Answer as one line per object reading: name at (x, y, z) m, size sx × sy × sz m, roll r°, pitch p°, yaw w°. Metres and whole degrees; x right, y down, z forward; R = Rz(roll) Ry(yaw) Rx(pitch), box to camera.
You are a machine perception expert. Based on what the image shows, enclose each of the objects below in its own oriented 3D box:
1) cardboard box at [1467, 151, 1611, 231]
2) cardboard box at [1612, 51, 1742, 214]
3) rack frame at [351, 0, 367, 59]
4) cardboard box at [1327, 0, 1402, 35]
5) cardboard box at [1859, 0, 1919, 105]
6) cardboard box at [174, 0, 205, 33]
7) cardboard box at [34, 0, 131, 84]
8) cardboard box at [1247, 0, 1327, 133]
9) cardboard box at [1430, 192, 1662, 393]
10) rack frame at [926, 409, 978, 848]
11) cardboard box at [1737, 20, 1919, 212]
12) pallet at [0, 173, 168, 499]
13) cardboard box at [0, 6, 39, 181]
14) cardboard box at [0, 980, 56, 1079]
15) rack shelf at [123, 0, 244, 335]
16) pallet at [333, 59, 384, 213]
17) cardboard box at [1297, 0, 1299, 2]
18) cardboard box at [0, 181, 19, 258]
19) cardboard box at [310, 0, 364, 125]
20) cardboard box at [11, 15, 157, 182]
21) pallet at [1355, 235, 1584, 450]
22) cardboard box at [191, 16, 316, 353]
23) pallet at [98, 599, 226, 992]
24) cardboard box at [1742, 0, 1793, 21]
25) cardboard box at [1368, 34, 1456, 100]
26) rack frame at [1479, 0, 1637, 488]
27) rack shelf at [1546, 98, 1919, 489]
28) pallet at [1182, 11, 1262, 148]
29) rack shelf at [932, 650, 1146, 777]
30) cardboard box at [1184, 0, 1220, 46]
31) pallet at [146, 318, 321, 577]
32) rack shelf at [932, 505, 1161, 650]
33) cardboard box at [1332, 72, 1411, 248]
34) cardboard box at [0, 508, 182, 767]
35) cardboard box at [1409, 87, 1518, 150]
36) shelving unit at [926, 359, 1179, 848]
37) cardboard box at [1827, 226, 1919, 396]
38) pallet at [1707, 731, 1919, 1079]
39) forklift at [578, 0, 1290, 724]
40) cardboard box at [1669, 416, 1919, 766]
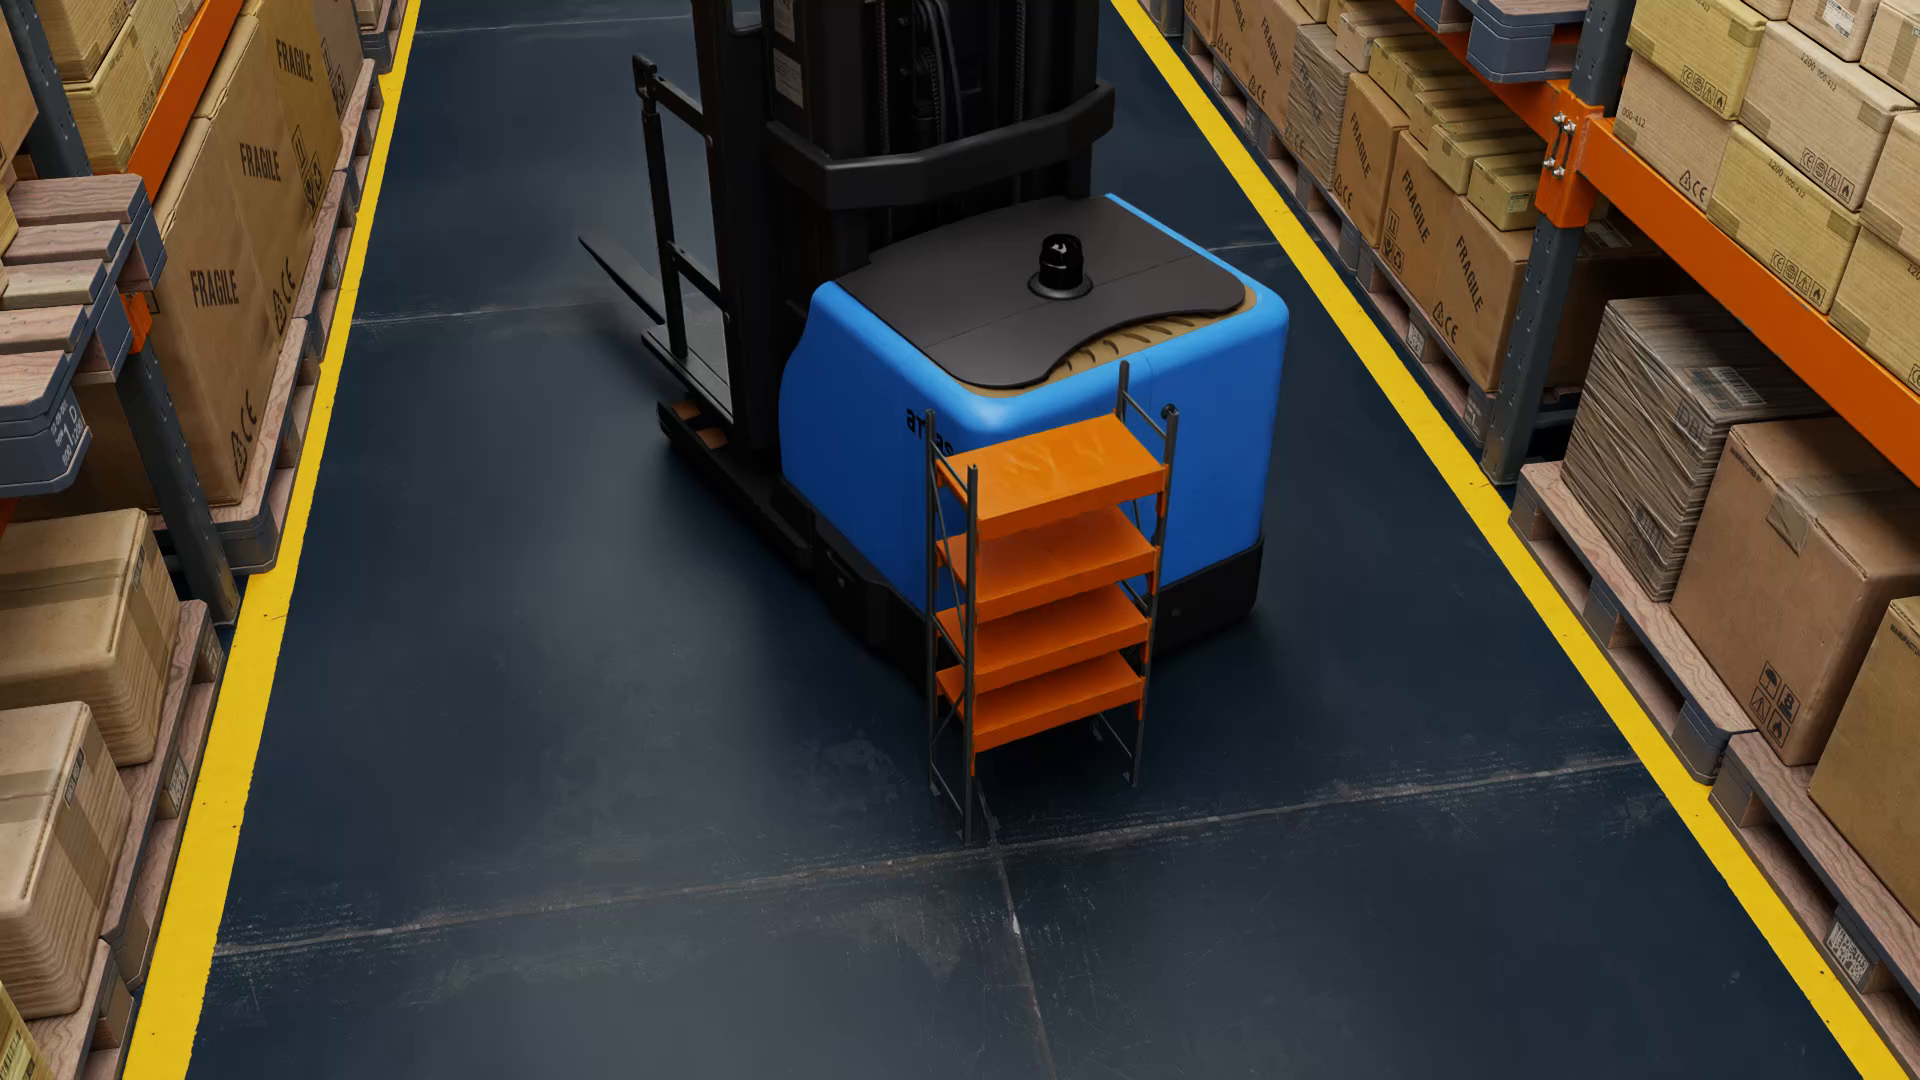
cardboard box at (1.903, -1.152, 5.454) m, size 0.380 × 0.149 × 0.250 m, roll -8°, pitch 39°, yaw -10°
cardboard box at (2.076, -1.092, 4.333) m, size 0.500 × 0.250 × 0.500 m, roll -6°, pitch 38°, yaw -8°
rack frame at (-3.348, -3.326, 7.086) m, size 1.000 × 3.000 × 0.127 m, roll -6°, pitch 38°, yaw -8°
cardboard box at (1.705, -2.110, 6.687) m, size 0.380 × 0.149 × 0.250 m, roll -6°, pitch 38°, yaw -8°
cardboard box at (2.182, -1.047, 3.543) m, size 0.380 × 0.149 × 0.250 m, roll -6°, pitch 38°, yaw -7°
cardboard box at (-2.679, -1.799, 5.243) m, size 0.500 × 0.250 × 0.500 m, roll -5°, pitch 38°, yaw -6°
cardboard box at (-2.493, -1.381, 4.297) m, size 0.500 × 0.250 × 0.500 m, roll -6°, pitch 38°, yaw -8°
cardboard box at (1.587, -2.102, 7.206) m, size 0.500 × 0.500 × 0.500 m, roll -7°, pitch 38°, yaw -9°
cardboard box at (1.953, -0.857, 5.603) m, size 0.500 × 0.500 × 0.500 m, roll -5°, pitch 38°, yaw -7°
rack frame at (-0.025, 0.248, 3.948) m, size 0.015 × 1.200 × 0.240 m, roll -16°, pitch 42°, yaw -19°
cardboard box at (2.163, -0.987, 3.791) m, size 0.500 × 0.250 × 0.500 m, roll -5°, pitch 38°, yaw -7°
pallet at (-2.417, -0.415, 3.496) m, size 1.213 × 0.211 × 1.003 m, roll -6°, pitch 38°, yaw -8°
cardboard box at (-2.294, -0.988, 3.410) m, size 0.500 × 0.500 × 0.500 m, roll -7°, pitch 38°, yaw -9°
cardboard box at (-2.293, 1.208, 3.050) m, size 0.950 × 0.372 × 0.625 m, roll -5°, pitch 38°, yaw -6°
rack shelf at (-2.998, -1.834, 5.752) m, size 1.077 × 0.370 × 4.000 m, roll -6°, pitch 38°, yaw -8°
pallet at (-3.139, -1.767, 7.352) m, size 1.003 × 0.211 × 1.213 m, roll -6°, pitch 38°, yaw -8°
cardboard box at (1.588, -2.420, 7.086) m, size 0.380 × 0.149 × 0.250 m, roll -6°, pitch 38°, yaw -8°
cardboard box at (-2.240, -0.650, 3.504) m, size 0.380 × 0.149 × 0.250 m, roll -6°, pitch 38°, yaw -7°
cardboard box at (-3.161, -2.287, 7.138) m, size 0.875 × 0.875 × 0.875 m, roll -5°, pitch 38°, yaw -7°
cardboard box at (-2.485, -1.173, 4.437) m, size 0.500 × 0.250 × 0.500 m, roll -7°, pitch 38°, yaw -9°
pallet at (2.146, -0.800, 6.107) m, size 1.003 × 0.211 × 1.213 m, roll -6°, pitch 38°, yaw -8°
cardboard box at (-2.839, -1.202, 5.742) m, size 0.875 × 0.875 × 0.875 m, roll -6°, pitch 38°, yaw -7°
pallet at (-2.511, 0.664, 4.224) m, size 1.003 × 0.211 × 1.213 m, roll -6°, pitch 38°, yaw -8°
cardboard box at (2.053, -1.356, 3.941) m, size 0.380 × 0.149 × 0.250 m, roll -5°, pitch 38°, yaw -7°
cardboard box at (1.776, -1.792, 6.278) m, size 0.380 × 0.149 × 0.250 m, roll -7°, pitch 38°, yaw -9°
rack frame at (2.239, -1.446, 4.666) m, size 1.000 × 3.000 × 0.127 m, roll -6°, pitch 38°, yaw -8°
rack shelf at (2.590, 0.046, 3.332) m, size 1.077 × 0.370 × 4.000 m, roll -6°, pitch 38°, yaw -8°
pallet at (1.718, -2.273, 8.004) m, size 1.003 × 0.211 × 1.213 m, roll -6°, pitch 38°, yaw -8°
rack shelf at (0.194, 0.391, 4.197) m, size 0.480 × 0.148 × 0.258 m, roll -16°, pitch 42°, yaw -19°
cardboard box at (1.401, -2.724, 8.007) m, size 0.500 × 0.500 × 0.500 m, roll -5°, pitch 38°, yaw -6°
pallet at (-2.711, -0.293, 5.455) m, size 1.003 × 0.211 × 1.213 m, roll -6°, pitch 38°, yaw -8°
rack shelf at (0.198, 0.063, 3.930) m, size 0.480 × 0.148 × 0.258 m, roll -16°, pitch 42°, yaw -19°
cardboard box at (1.782, -1.476, 6.400) m, size 0.500 × 0.500 × 0.500 m, roll -5°, pitch 38°, yaw -6°
cardboard box at (-2.558, 0.304, 4.213) m, size 0.950 × 0.372 × 0.625 m, roll -9°, pitch 39°, yaw -11°
cardboard box at (1.822, -1.477, 5.873) m, size 0.380 × 0.149 × 0.250 m, roll -7°, pitch 38°, yaw -9°
shelving unit at (0.197, 0.185, 4.029) m, size 0.503 × 1.200 × 0.258 m, roll -16°, pitch 42°, yaw -19°
cardboard box at (2.257, -0.478, 3.542) m, size 0.500 × 0.250 × 0.500 m, roll -7°, pitch 38°, yaw -9°
pallet at (2.556, 0.892, 3.930) m, size 1.003 × 0.211 × 1.213 m, roll -6°, pitch 38°, yaw -8°
forklift at (-0.359, -1.514, 4.810) m, size 1.130 × 2.935 × 3.031 m, roll -22°, pitch 43°, yaw -26°
cardboard box at (2.457, 0.098, 4.272) m, size 0.875 × 0.625 × 0.625 m, roll -5°, pitch 38°, yaw -6°
